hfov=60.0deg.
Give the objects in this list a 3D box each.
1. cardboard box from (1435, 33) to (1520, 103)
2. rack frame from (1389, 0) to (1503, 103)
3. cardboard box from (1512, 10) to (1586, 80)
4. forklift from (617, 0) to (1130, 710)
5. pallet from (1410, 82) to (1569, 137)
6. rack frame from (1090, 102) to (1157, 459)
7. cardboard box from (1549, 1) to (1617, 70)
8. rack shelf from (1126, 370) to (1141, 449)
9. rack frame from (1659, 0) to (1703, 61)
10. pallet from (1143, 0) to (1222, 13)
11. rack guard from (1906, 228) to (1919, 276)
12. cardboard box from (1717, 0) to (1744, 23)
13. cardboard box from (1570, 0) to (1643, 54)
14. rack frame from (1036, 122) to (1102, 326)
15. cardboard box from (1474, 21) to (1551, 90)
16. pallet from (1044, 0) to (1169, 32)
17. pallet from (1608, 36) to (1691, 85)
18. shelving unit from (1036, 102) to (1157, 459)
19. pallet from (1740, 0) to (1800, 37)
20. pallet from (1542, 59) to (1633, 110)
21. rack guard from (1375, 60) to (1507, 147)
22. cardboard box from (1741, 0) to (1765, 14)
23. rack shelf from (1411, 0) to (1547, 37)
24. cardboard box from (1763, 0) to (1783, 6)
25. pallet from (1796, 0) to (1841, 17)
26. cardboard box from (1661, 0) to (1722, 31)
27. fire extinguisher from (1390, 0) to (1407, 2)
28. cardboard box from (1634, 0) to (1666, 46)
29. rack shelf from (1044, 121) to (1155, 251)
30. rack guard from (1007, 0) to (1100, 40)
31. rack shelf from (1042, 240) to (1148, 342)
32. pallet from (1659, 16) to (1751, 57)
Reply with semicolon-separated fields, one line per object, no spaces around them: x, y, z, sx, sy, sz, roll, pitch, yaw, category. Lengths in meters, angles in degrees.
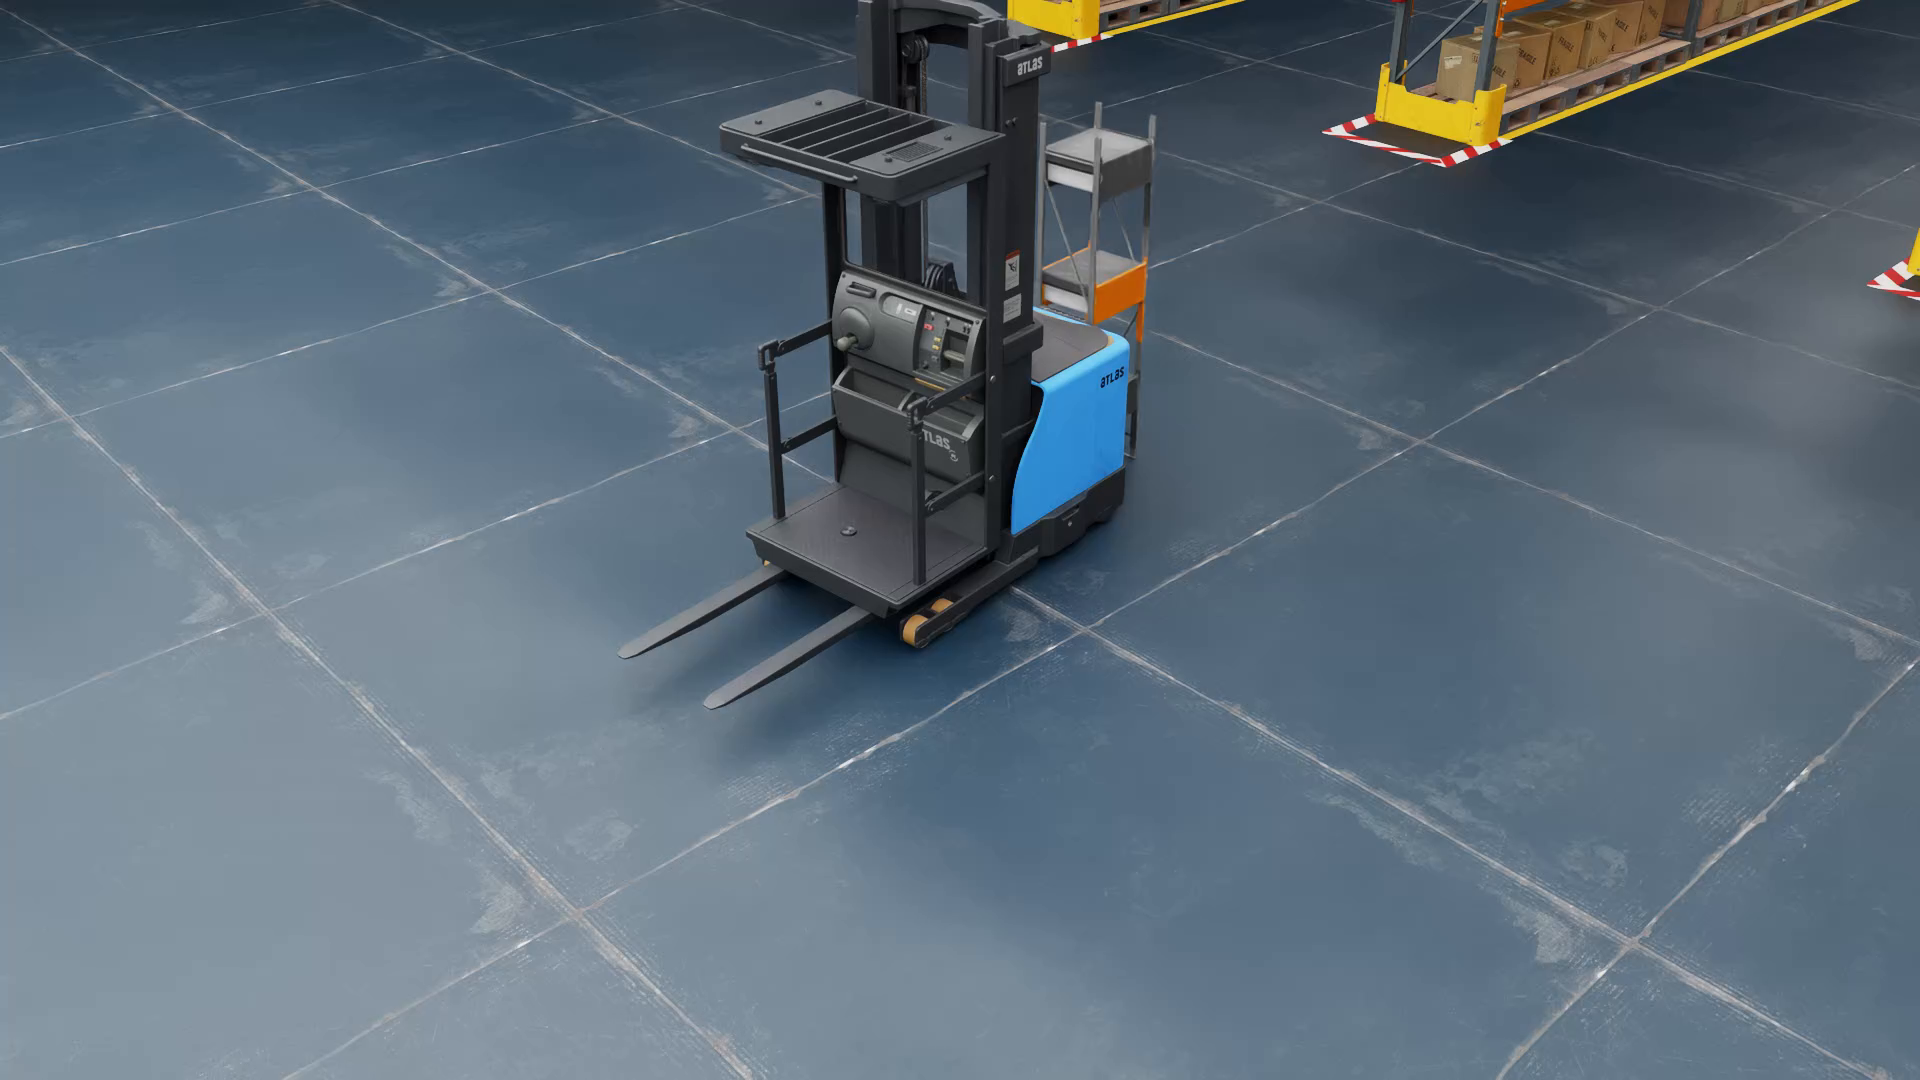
4.848;-4.420;15.597;0.500;0.500;0.500;-18;36;-27;cardboard box
4.379;-5.093;14.703;0.127;3.000;1.000;-26;40;-35;rack frame
5.735;-4.860;16.317;0.500;0.500;0.500;-22;38;-31;cardboard box
-0.404;-1.003;8.081;1.130;2.935;3.031;24;39;34;forklift
5.054;-4.205;15.924;1.213;0.211;1.003;-26;40;-35;pallet
0.904;-1.452;9.612;0.400;2.100;0.015;25;39;34;rack frame
6.175;-5.041;16.613;0.500;0.500;0.500;25;39;35;cardboard box
0.744;-0.748;9.828;0.431;0.518;0.480;25;39;34;rack shelf
7.312;-6.511;17.023;0.127;3.000;1.000;-26;40;-35;rack frame
2.528;-6.559;19.775;1.213;0.211;1.003;-26;40;-35;pallet
7.659;-2.084;12.180;0.348;0.500;1.175;-26;40;-35;rack guard
8.139;-6.004;18.168;0.500;0.500;0.700;-26;40;-36;cardboard box
6.576;-5.292;17.022;0.500;0.500;0.500;-13;34;-21;cardboard box
0.583;-1.260;9.299;0.400;2.100;0.015;25;39;34;rack frame
5.263;-4.646;15.966;0.500;0.500;0.500;-15;35;-23;cardboard box
1.634;-6.129;19.070;1.213;0.211;1.003;-26;40;-35;pallet
6.843;-5.070;17.339;1.213;0.211;1.003;-26;40;-35;pallet
0.744;-1.356;9.455;0.431;2.100;0.503;25;39;34;shelving unit
8.777;-6.033;18.915;1.213;0.211;1.003;-26;40;-35;pallet
5.948;-4.635;16.628;1.213;0.211;1.003;-26;40;-35;pallet
4.434;-4.053;15.399;0.348;0.500;1.175;-26;40;-35;rack guard
8.549;-6.203;18.493;0.700;0.500;0.500;25;40;35;cardboard box
5.845;-5.495;16.051;4.000;0.370;1.077;-26;40;-35;rack shelf
8.958;-6.401;18.817;0.500;0.500;0.700;-22;38;-32;cardboard box
9.671;-6.464;19.619;1.213;0.211;1.003;-26;40;-35;pallet
7.777;-5.842;17.903;0.700;0.500;0.500;26;40;35;cardboard box
3.981;-5.195;14.945;0.183;0.674;0.296;-26;40;-35;fire extinguisher
6.991;-5.498;17.359;0.500;0.500;0.500;-27;41;-37;cardboard box
0.743;-1.942;9.097;0.431;0.518;0.480;25;39;34;rack shelf
1.035;-5.966;18.527;0.348;0.500;1.175;-26;40;-35;rack guard
0.744;-1.345;9.462;0.431;0.518;0.480;25;39;34;rack shelf
7.882;-5.599;18.203;1.213;0.211;1.003;-26;40;-35;pallet
